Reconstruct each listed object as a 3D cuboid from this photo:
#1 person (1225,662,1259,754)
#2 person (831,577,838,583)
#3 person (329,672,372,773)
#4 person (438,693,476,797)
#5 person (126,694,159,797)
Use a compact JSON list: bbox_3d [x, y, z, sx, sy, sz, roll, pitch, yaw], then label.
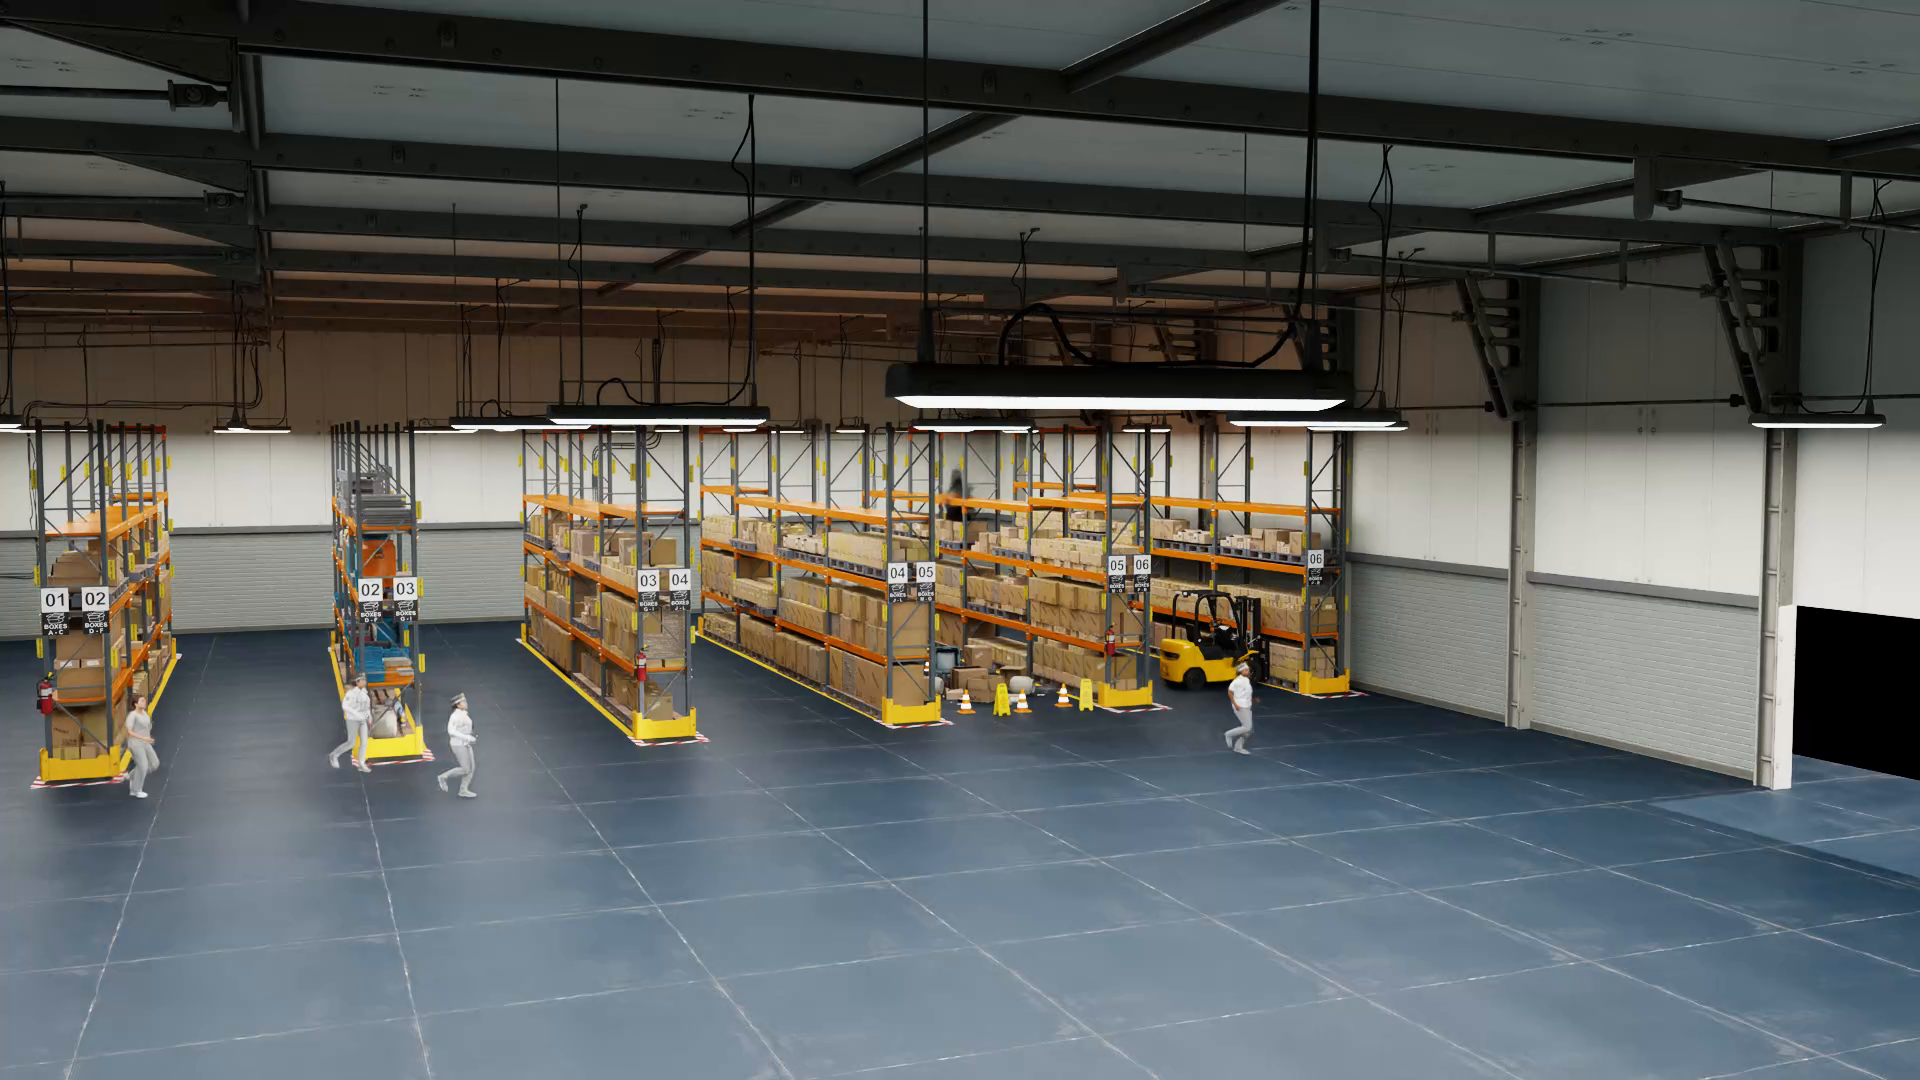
[{"bbox_3d":[5.096,3.025,29.989,0.568,1.667,0.605,2,4,30],"label":"person"},{"bbox_3d":[-3.806,1.728,50.857,0.786,1.712,0.615,-1,4,-16],"label":"person"},{"bbox_3d":[-10.345,3.106,28.527,0.792,1.671,0.668,1,4,21],"label":"person"},{"bbox_3d":[-7.952,3.245,26.362,0.620,1.657,0.616,0,4,1],"label":"person"},{"bbox_3d":[-13.023,3.261,26.425,0.585,1.637,0.598,0,4,6],"label":"person"}]
